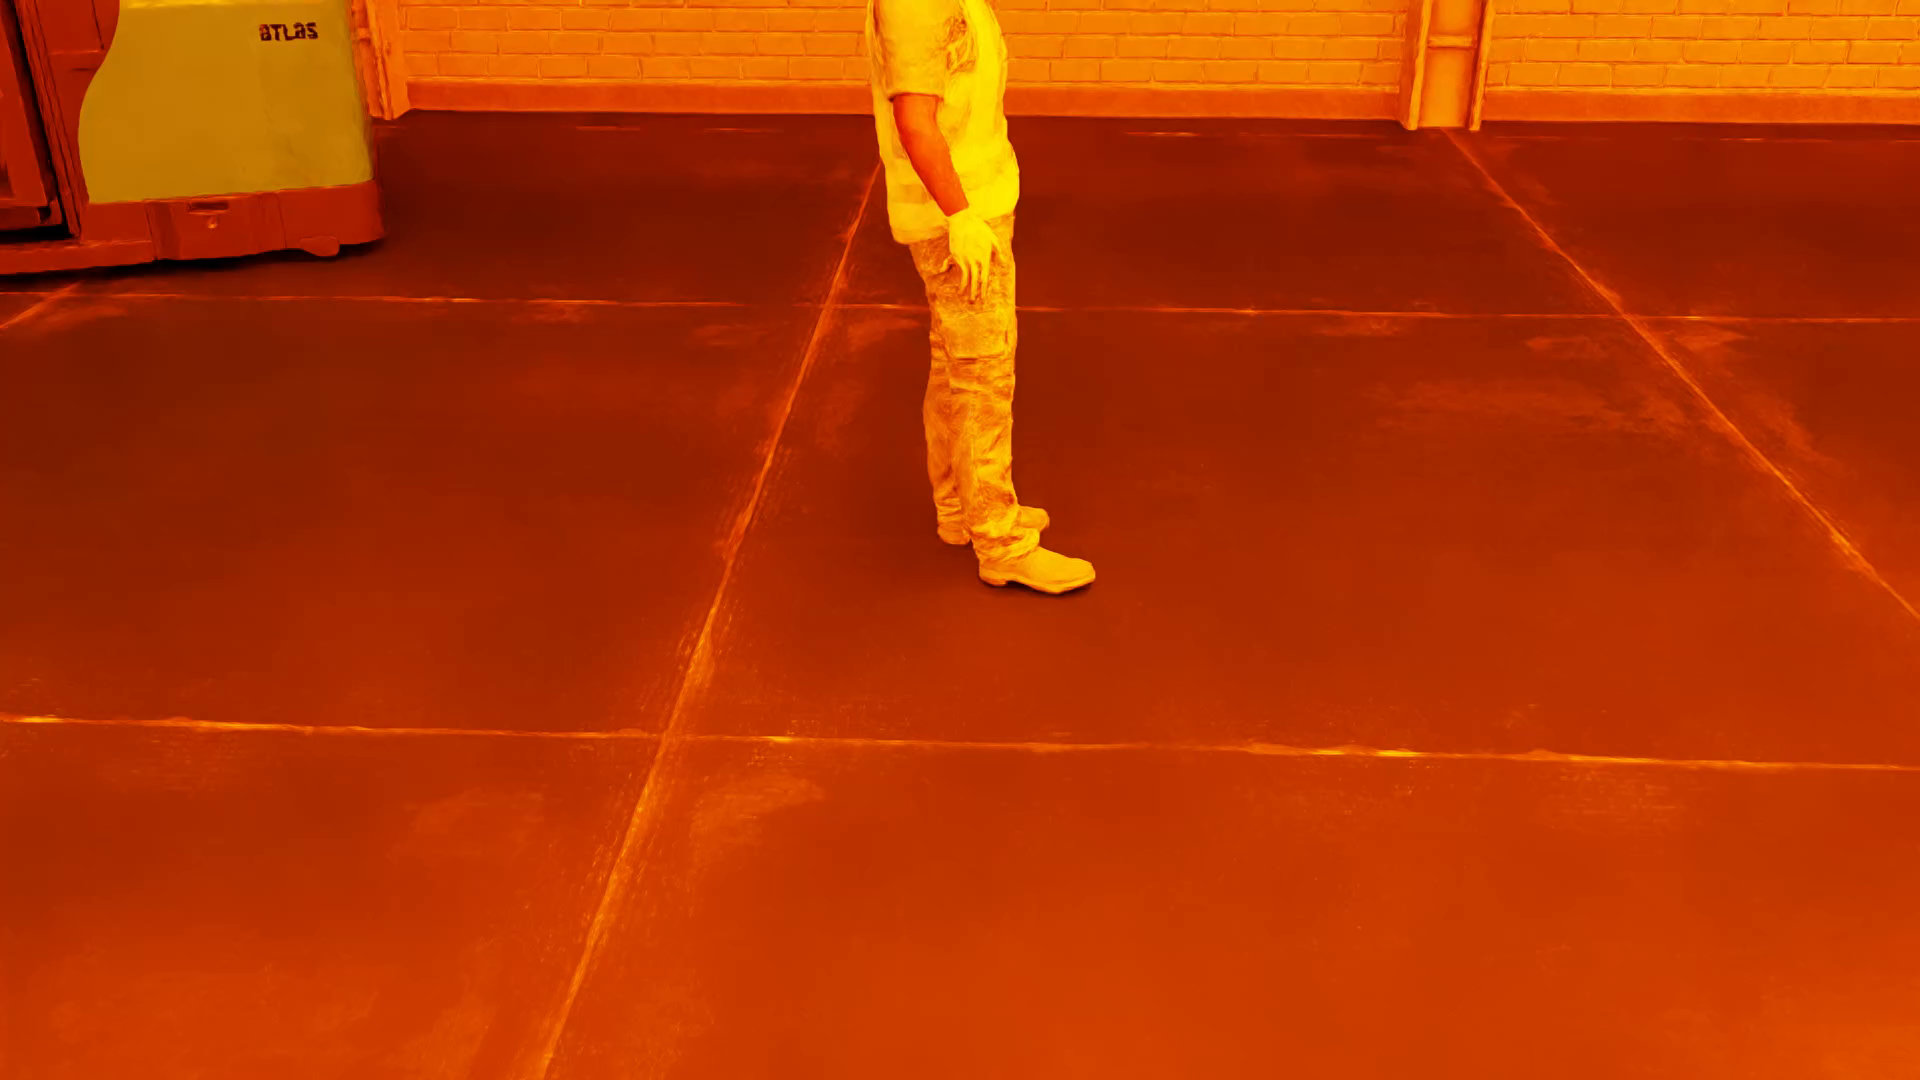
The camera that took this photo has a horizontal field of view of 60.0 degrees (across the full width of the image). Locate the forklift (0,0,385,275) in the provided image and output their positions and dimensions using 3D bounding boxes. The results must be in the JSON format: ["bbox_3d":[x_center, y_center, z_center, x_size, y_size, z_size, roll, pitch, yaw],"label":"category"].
[{"bbox_3d":[-3.972,-2.502,6.280,3.031,2.935,1.130,-8,27,-16],"label":"forklift"}]

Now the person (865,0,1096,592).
[{"bbox_3d":[0.072,-0.800,4.117,0.576,1.777,0.651,1,26,2],"label":"person"}]
